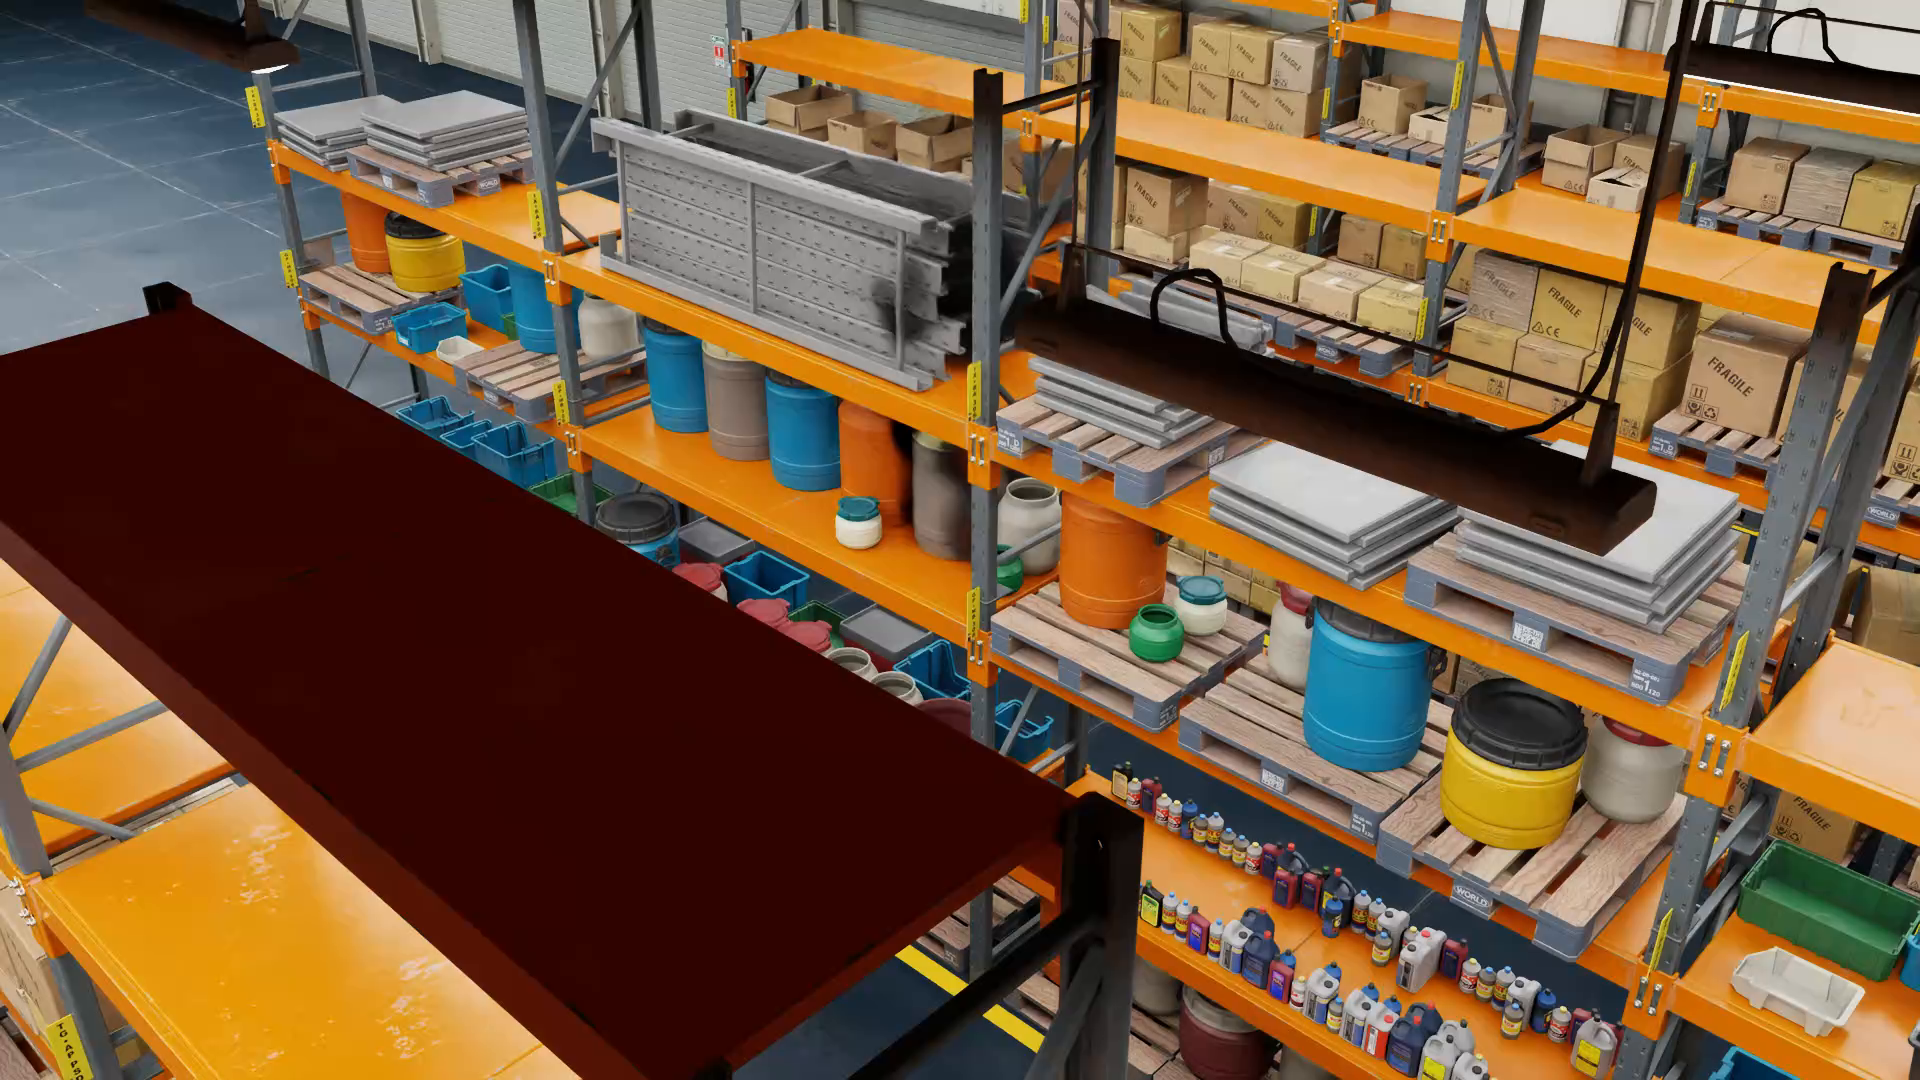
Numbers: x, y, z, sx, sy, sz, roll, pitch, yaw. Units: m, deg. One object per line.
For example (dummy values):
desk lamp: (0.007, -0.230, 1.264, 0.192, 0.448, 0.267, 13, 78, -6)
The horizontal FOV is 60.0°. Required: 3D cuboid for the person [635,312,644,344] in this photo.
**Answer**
person: (-3.670, -2.781, 19.588, 0.857, 1.652, 0.566, -5, 30, -9)
